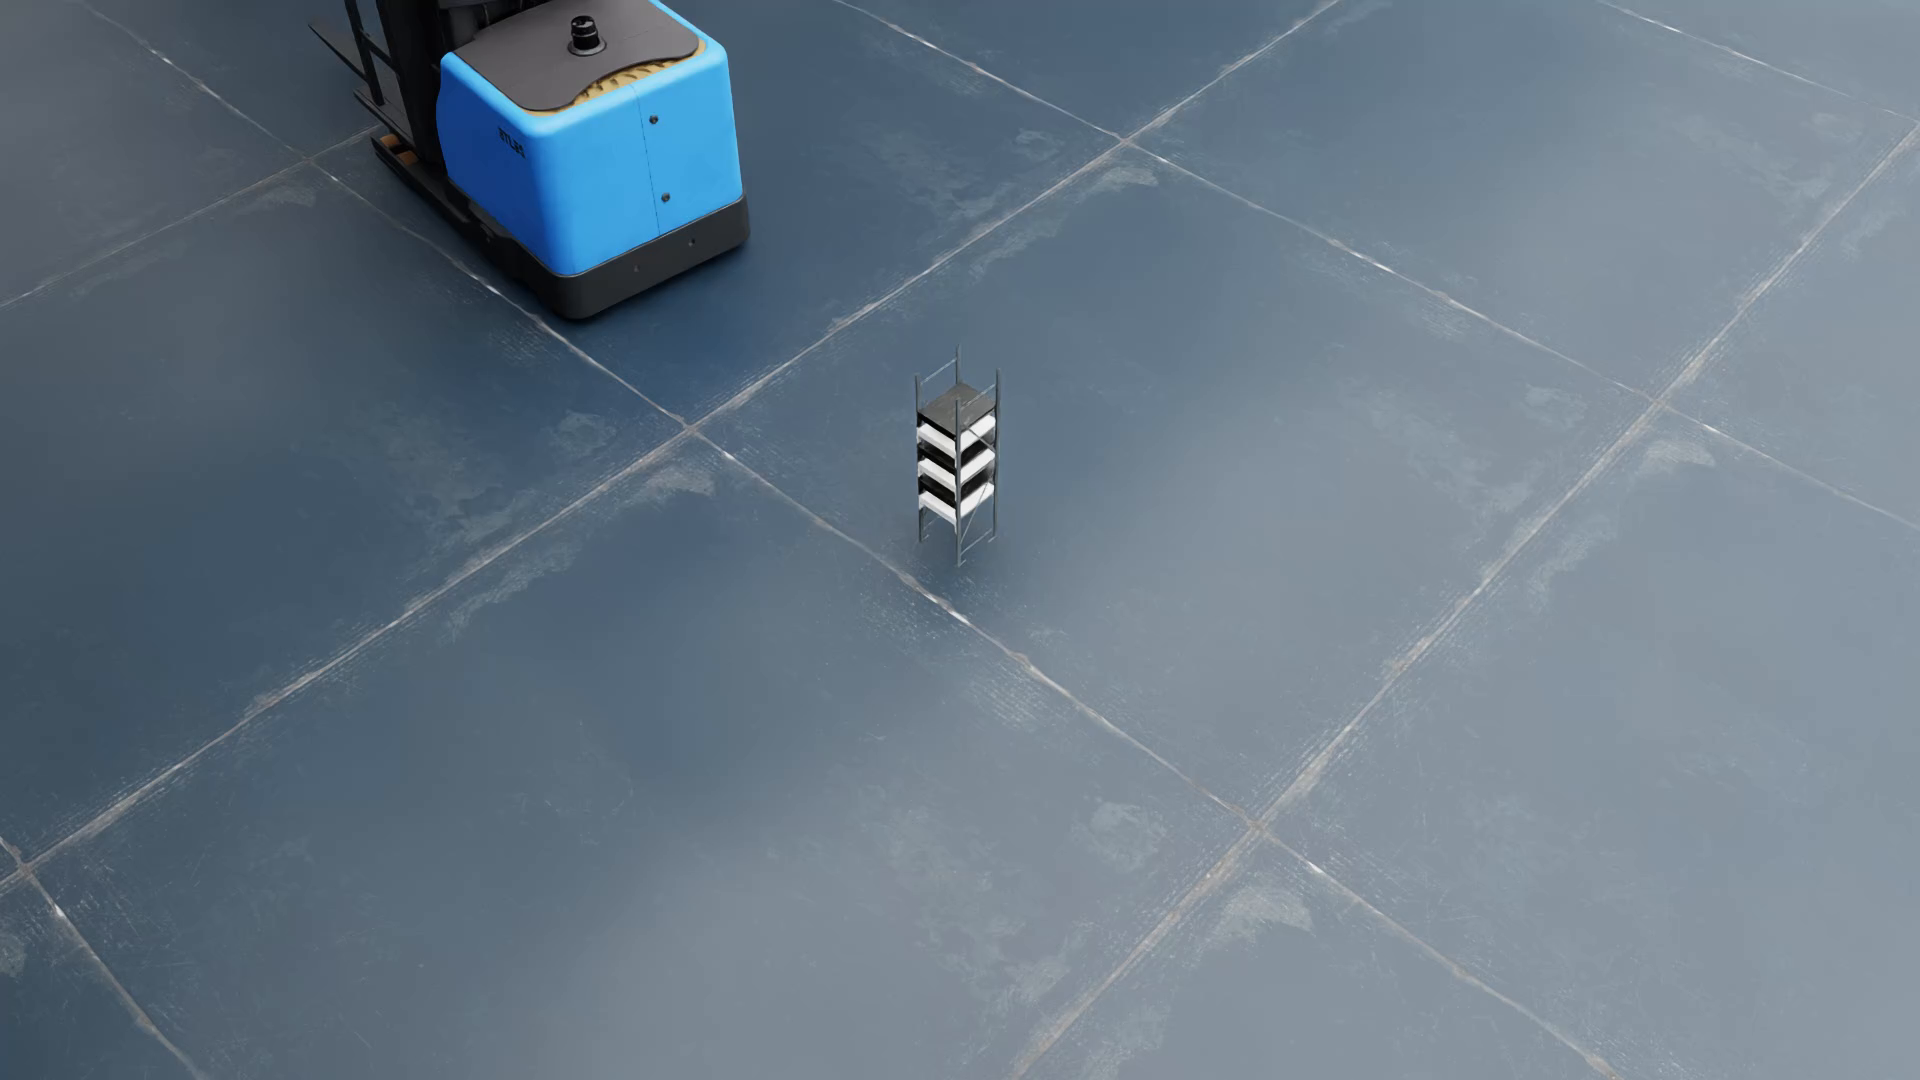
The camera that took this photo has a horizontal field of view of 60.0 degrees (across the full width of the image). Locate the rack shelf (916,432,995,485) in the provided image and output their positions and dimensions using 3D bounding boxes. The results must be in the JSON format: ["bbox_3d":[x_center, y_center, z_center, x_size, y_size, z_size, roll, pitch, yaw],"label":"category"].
[{"bbox_3d":[-0.006,-0.351,6.384,0.200,0.077,0.258,34,55,28],"label":"rack shelf"}]

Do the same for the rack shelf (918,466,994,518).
[{"bbox_3d":[-0.006,-0.228,6.516,0.200,0.077,0.258,34,55,28],"label":"rack shelf"}]

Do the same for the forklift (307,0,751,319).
[{"bbox_3d":[-2.349,-3.021,7.576,1.130,2.935,3.031,-32,54,-26],"label":"forklift"}]

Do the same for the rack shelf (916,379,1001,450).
[{"bbox_3d":[-0.006,-0.474,6.253,0.200,0.077,0.258,34,55,28],"label":"rack shelf"}]

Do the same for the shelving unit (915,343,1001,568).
[{"bbox_3d":[-0.006,-0.312,6.426,0.210,0.900,0.258,34,55,28],"label":"shelving unit"}]

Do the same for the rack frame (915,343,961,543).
[{"bbox_3d":[-0.081,-0.362,6.473,0.006,0.900,0.240,34,55,28],"label":"rack frame"}]

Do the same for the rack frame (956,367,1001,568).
[{"bbox_3d":[0.069,-0.262,6.379,0.006,0.900,0.240,34,55,28],"label":"rack frame"}]

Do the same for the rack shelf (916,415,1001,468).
[{"bbox_3d":[-0.006,-0.412,6.319,0.200,0.077,0.258,34,55,28],"label":"rack shelf"}]

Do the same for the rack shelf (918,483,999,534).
[{"bbox_3d":[-0.006,-0.166,6.581,0.200,0.077,0.258,34,55,28],"label":"rack shelf"}]

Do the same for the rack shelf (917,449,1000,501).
[{"bbox_3d":[-0.006,-0.289,6.450,0.200,0.077,0.258,34,55,28],"label":"rack shelf"}]
